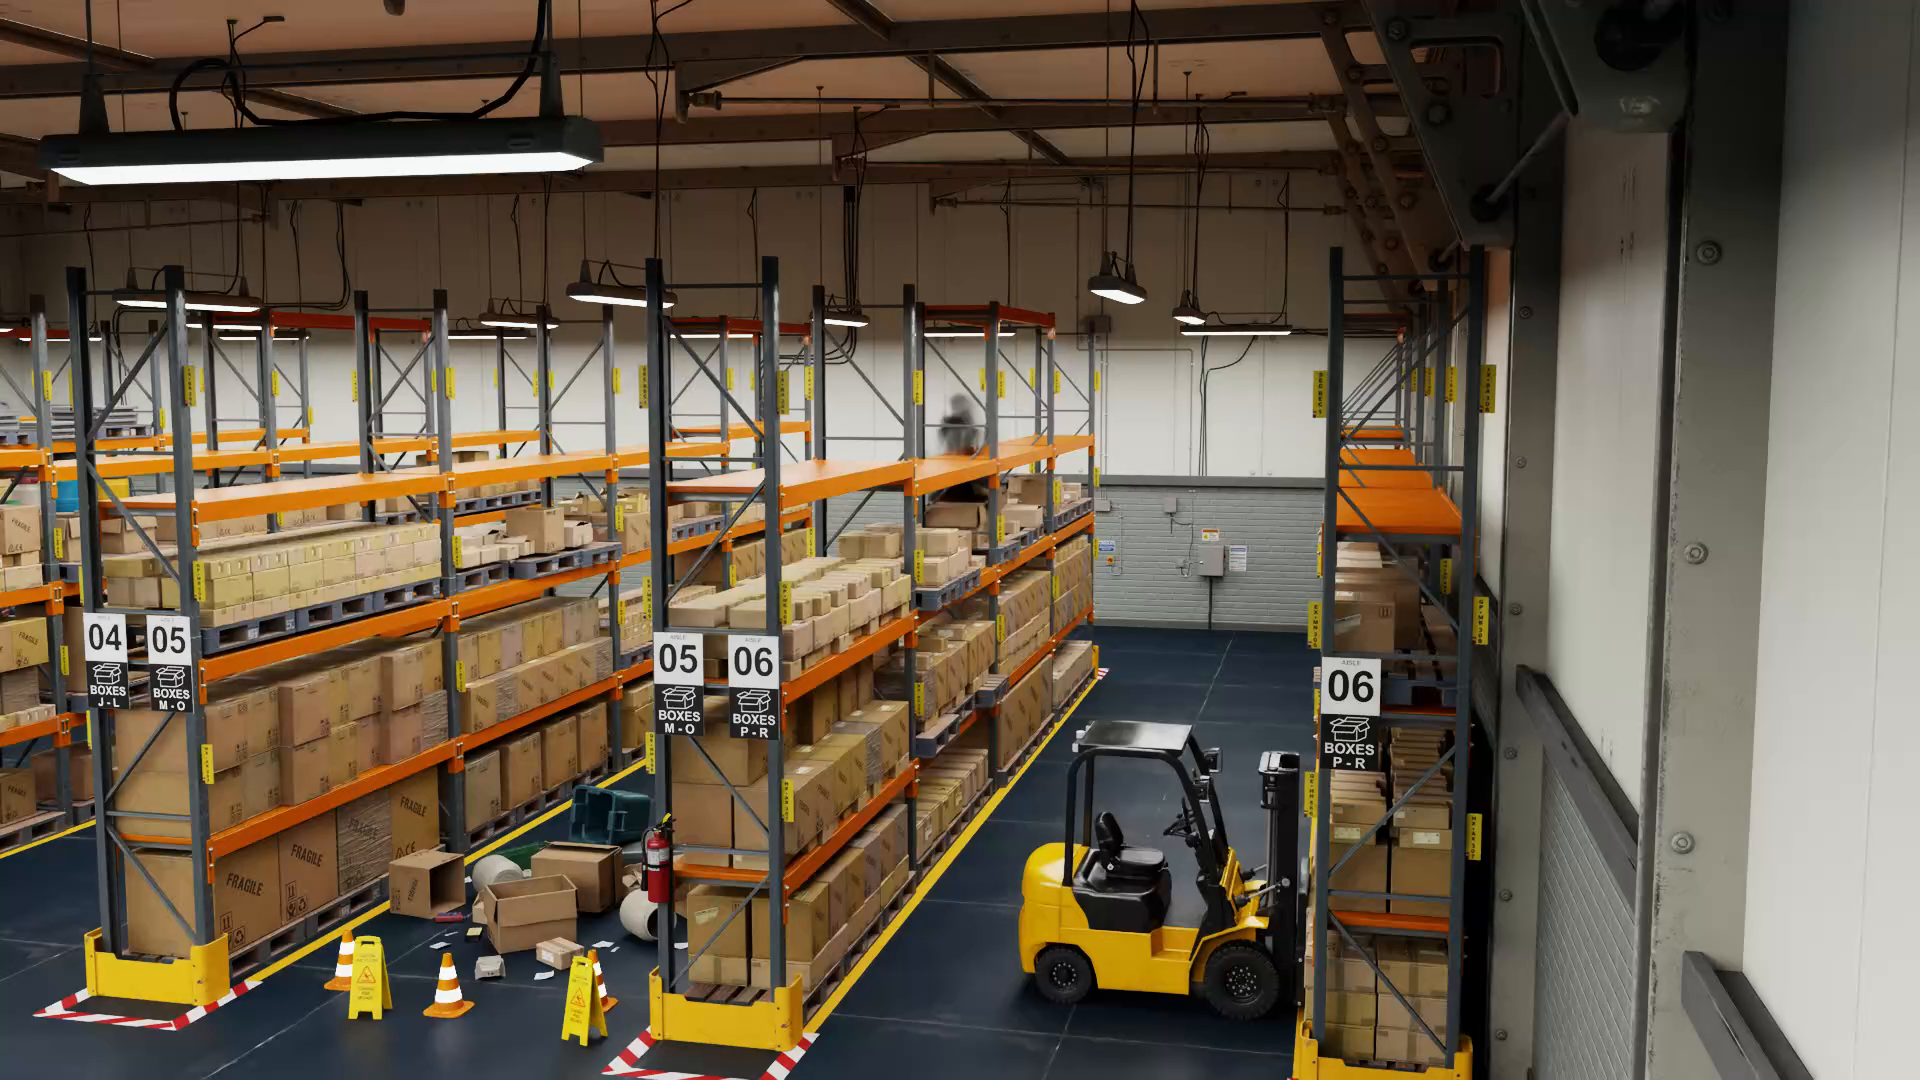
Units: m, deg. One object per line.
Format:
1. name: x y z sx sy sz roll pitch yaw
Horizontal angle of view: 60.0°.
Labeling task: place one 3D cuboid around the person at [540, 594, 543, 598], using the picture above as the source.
1. person: -6.423 1.692 25.800 0.658 1.739 0.562 0 6 -1
